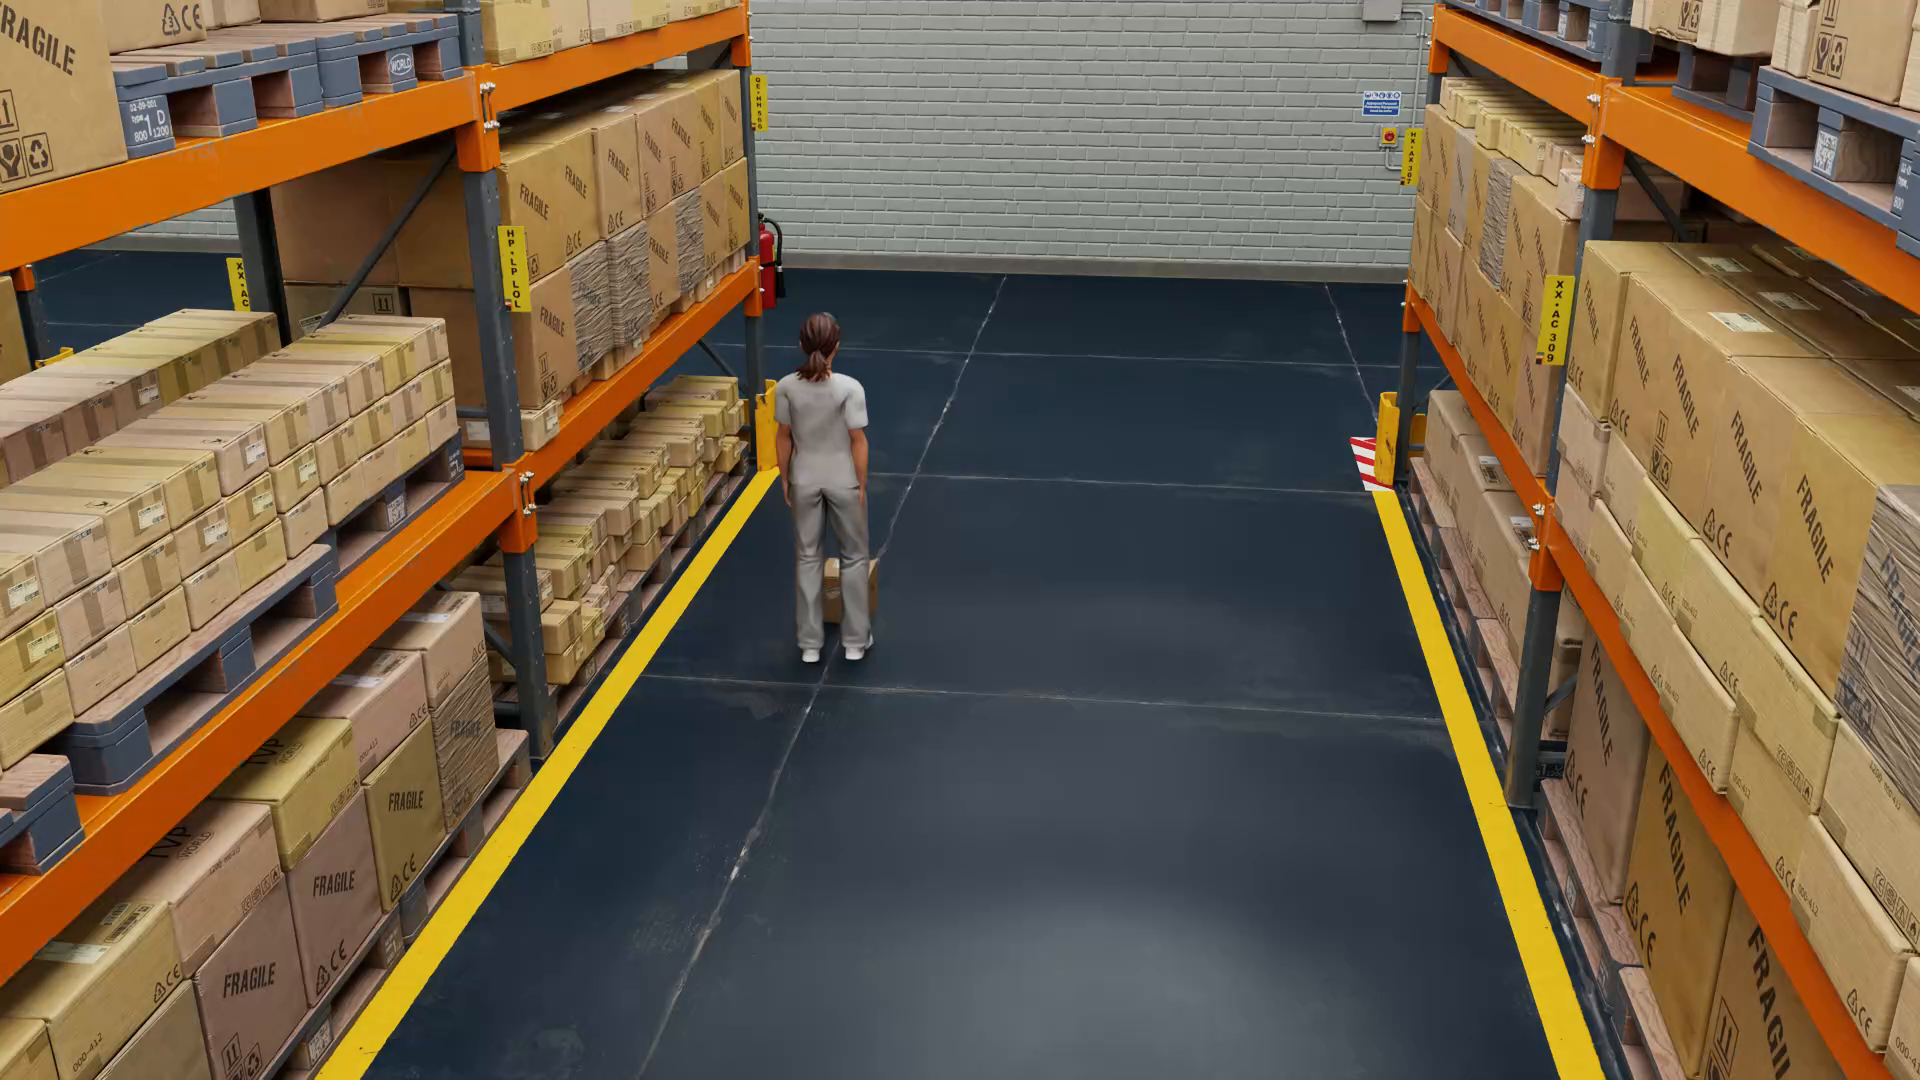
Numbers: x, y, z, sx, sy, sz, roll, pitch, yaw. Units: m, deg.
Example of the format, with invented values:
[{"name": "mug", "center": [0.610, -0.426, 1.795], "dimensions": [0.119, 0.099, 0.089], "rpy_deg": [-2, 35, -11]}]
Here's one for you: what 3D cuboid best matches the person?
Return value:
[{"name": "person", "center": [-0.627, -0.241, 7.713], "dimensions": [0.441, 1.669, 0.403], "rpy_deg": [3, 21, 8]}]
